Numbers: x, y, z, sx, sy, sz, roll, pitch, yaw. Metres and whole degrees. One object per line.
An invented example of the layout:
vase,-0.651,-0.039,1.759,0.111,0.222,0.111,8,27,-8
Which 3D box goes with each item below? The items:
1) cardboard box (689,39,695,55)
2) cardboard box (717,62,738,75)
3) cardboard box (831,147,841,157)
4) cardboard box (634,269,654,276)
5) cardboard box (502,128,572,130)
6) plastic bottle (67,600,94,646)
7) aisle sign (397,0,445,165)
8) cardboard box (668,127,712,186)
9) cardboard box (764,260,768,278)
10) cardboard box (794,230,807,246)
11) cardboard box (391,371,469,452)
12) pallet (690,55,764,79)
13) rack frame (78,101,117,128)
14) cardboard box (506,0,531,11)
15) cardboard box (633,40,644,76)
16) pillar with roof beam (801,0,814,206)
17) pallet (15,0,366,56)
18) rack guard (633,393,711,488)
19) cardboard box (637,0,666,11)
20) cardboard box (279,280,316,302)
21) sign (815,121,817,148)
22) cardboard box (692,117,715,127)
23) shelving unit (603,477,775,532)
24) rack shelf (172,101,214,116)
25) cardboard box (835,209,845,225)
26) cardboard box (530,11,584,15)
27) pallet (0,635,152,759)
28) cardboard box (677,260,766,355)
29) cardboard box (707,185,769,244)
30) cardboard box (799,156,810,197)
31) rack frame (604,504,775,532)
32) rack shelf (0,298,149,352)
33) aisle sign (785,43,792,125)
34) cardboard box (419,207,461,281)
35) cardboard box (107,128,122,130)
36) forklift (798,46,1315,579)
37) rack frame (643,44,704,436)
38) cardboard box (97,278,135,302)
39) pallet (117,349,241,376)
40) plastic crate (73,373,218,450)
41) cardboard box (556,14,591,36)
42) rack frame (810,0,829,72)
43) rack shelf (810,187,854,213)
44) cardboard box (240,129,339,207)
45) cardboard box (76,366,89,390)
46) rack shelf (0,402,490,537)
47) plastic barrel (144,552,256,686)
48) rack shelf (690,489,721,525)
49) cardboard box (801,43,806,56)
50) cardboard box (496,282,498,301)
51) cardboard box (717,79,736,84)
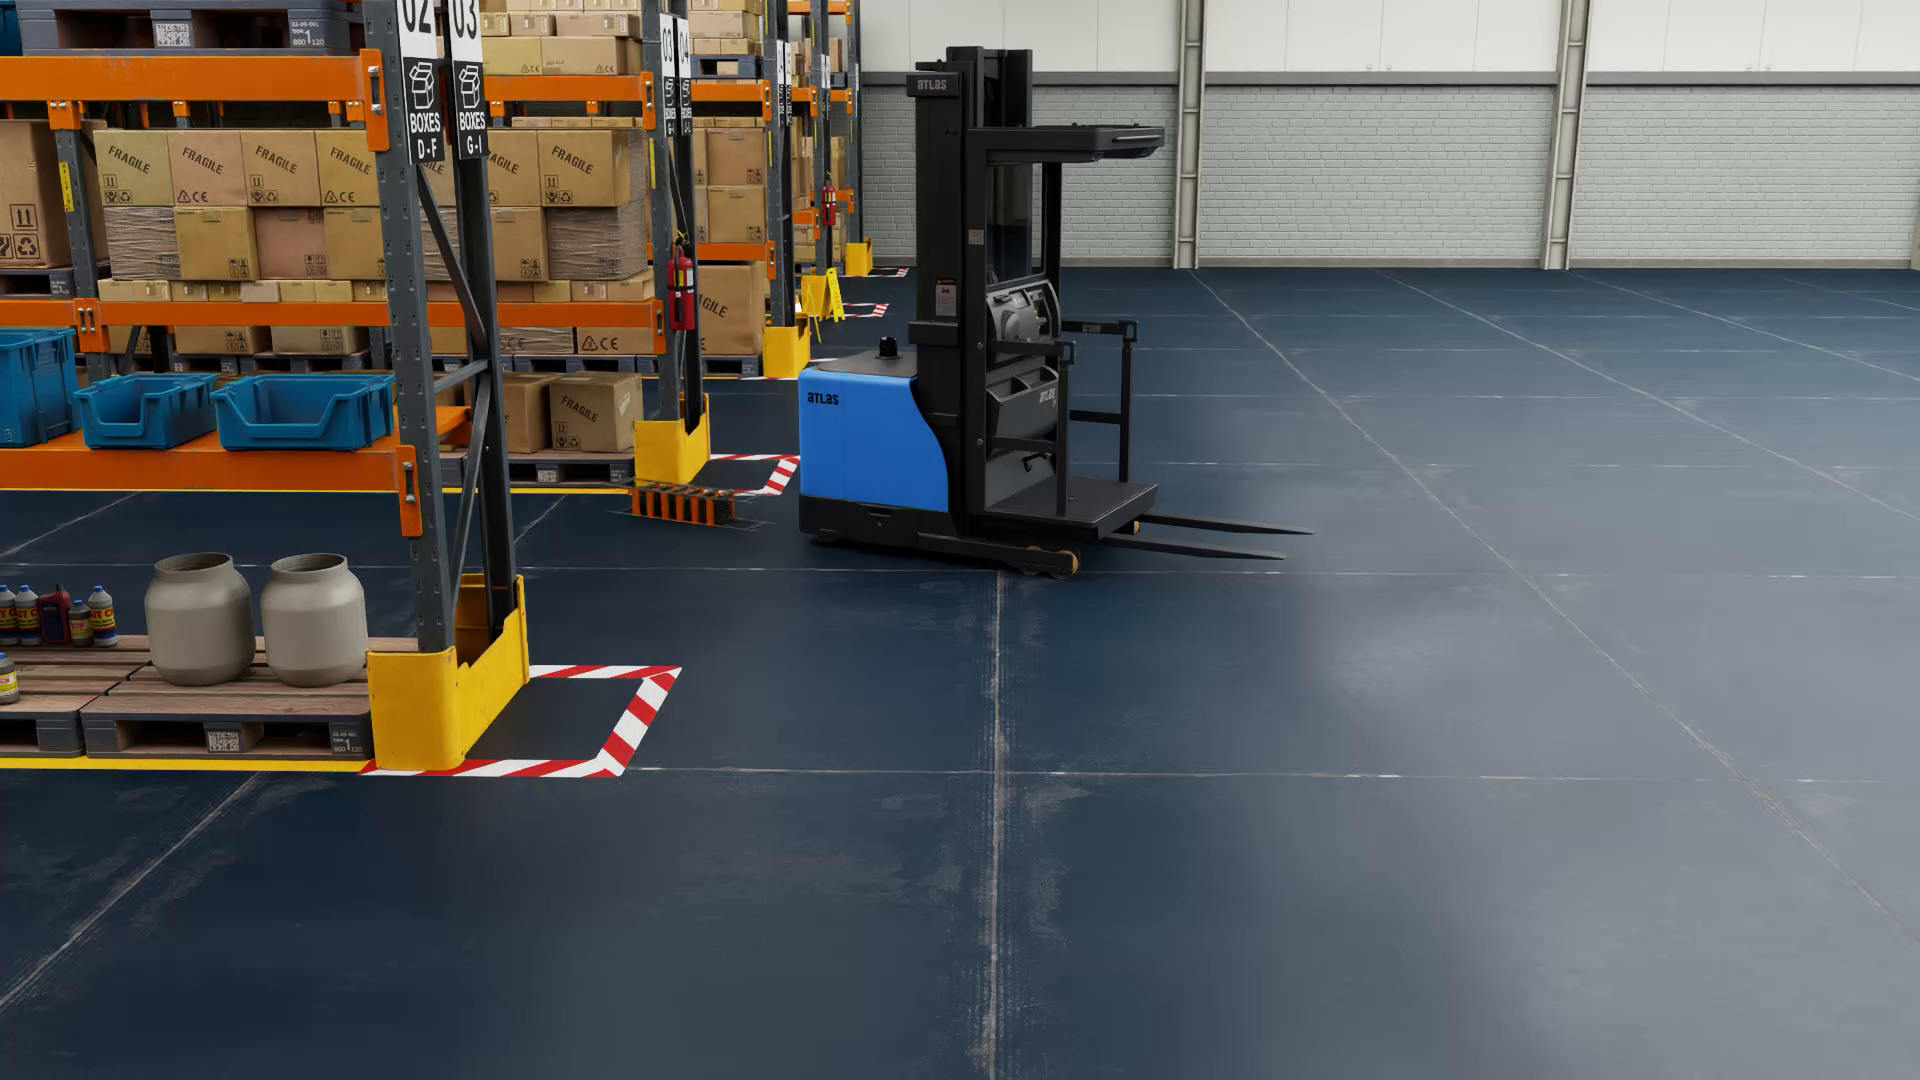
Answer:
cardboard box,-2.632,-4.697,15.857,0.250,0.149,0.380,1,15,2
cardboard box,-2.778,-5.924,20.745,0.500,0.250,0.500,0,15,1
cardboard box,-1.988,-6.019,25.808,0.250,0.149,0.380,1,15,2
cardboard box,-2.289,-1.875,12.058,0.250,0.149,0.380,0,15,1
cardboard box,-3.053,-2.687,11.906,0.500,0.500,0.500,0,15,1
plastic bottle,-4.045,0.378,7.650,0.097,0.201,0.097,0,15,0
aisle sign,-2.072,-1.851,6.380,0.004,0.787,0.394,0,15,1
cardboard box,-2.705,-3.785,16.394,0.550,0.550,0.875,0,15,1
cardboard box,-2.565,-3.636,21.337,0.500,0.500,0.500,0,15,2
cardboard box,-2.630,-4.771,26.131,0.500,0.250,0.500,0,15,1
cardboard box,-3.858,-0.940,12.101,0.500,0.500,0.500,2,15,7
pallet,-2.524,-4.607,16.217,1.213,0.211,1.003,0,15,1
rack frame,-13.630,-5.805,26.462,0.127,3.000,1.000,0,15,1
cardboard box,-4.154,-5.093,15.793,0.250,0.149,0.380,0,15,1
cardboard box,-2.485,-3.380,11.687,0.500,0.250,0.500,1,15,3
pillar with roof beam,-2.417,-7.764,22.127,0.400,9.000,9.100,0,15,1
pallet,-2.961,-2.060,6.757,1.213,0.211,1.003,0,15,1
rack guard,-2.086,-0.725,12.109,0.348,0.500,1.175,0,15,1
cardboard box,-2.893,-5.084,15.761,0.250,0.149,0.380,1,15,2
cardboard box,-4.552,-1.758,11.616,0.250,0.149,0.380,0,15,1
sign,-1.791,-5.032,20.643,0.005,0.325,0.100,0,15,1
cardboard box,-3.292,-5.066,20.924,0.500,0.500,0.700,0,15,1
shelving unit,-1.778,-0.237,10.853,1.200,0.189,0.258,7,16,27
rack shelf,-11.754,-5.628,21.323,4.000,0.370,1.077,0,15,1
cardboard box,-2.110,-5.135,26.530,0.500,0.250,0.500,0,15,1
cardboard box,-3.785,-4.913,15.894,0.500,0.250,0.500,1,15,2
pallet,-4.242,0.674,7.371,1.213,0.211,1.003,0,15,1
cardboard box,-2.462,-2.361,16.751,0.875,0.875,0.875,0,15,2
cardboard box,-2.155,-3.261,16.526,0.550,0.550,0.875,0,15,1
cardboard box,-2.224,-4.727,21.596,0.500,0.500,0.500,0,15,1
rack frame,-1.777,-0.148,10.876,1.200,0.006,0.240,7,16,27
rack shelf,-8.008,-1.625,12.028,4.000,0.370,1.077,0,15,1
aisle sign,-1.704,-4.531,16.537,0.004,0.787,0.394,0,15,1
cardboard box,-3.561,-2.123,11.728,0.500,0.500,0.875,0,15,1
cardboard box,-10.791,-4.983,21.189,0.500,0.500,0.500,1,15,2
forklift,0.560,-1.347,9.699,3.031,2.935,1.130,7,16,25
rack frame,-2.010,-1.933,11.788,0.127,3.000,1.000,0,15,1
cardboard box,-5.802,-1.760,11.623,0.250,0.149,0.380,0,15,1
pallet,-7.777,-1.869,17.008,1.213,0.211,1.003,0,15,1
plastic crate,-3.294,-0.531,6.765,0.408,0.251,0.499,0,15,1
cardboard box,-2.553,-3.458,11.199,0.250,0.149,0.380,0,15,0
rack frame,-1.757,-7.361,20.602,0.127,3.000,1.000,0,15,1
rack shelf,-3.633,-5.392,26.307,4.000,0.370,1.077,0,15,1
cardboard box,-4.566,-2.561,11.428,0.500,0.500,0.500,0,15,1
cardboard box,-6.622,-0.973,12.186,0.500,0.500,0.700,-1,15,-3
rack shelf,-4.136,-0.336,7.142,4.000,0.370,1.077,0,15,1
plastic barrel,-3.298,0.341,7.219,0.421,0.512,0.421,0,15,0
rack shelf,-1.633,-0.218,10.778,0.103,0.180,0.258,7,16,27
cardboard box,-2.107,-6.229,21.121,0.250,0.149,0.380,0,15,1
cardboard box,-3.300,-1.769,11.658,0.250,0.149,0.380,0,15,1
cardboard box,-2.887,-5.743,20.840,0.250,0.149,0.380,0,15,2
